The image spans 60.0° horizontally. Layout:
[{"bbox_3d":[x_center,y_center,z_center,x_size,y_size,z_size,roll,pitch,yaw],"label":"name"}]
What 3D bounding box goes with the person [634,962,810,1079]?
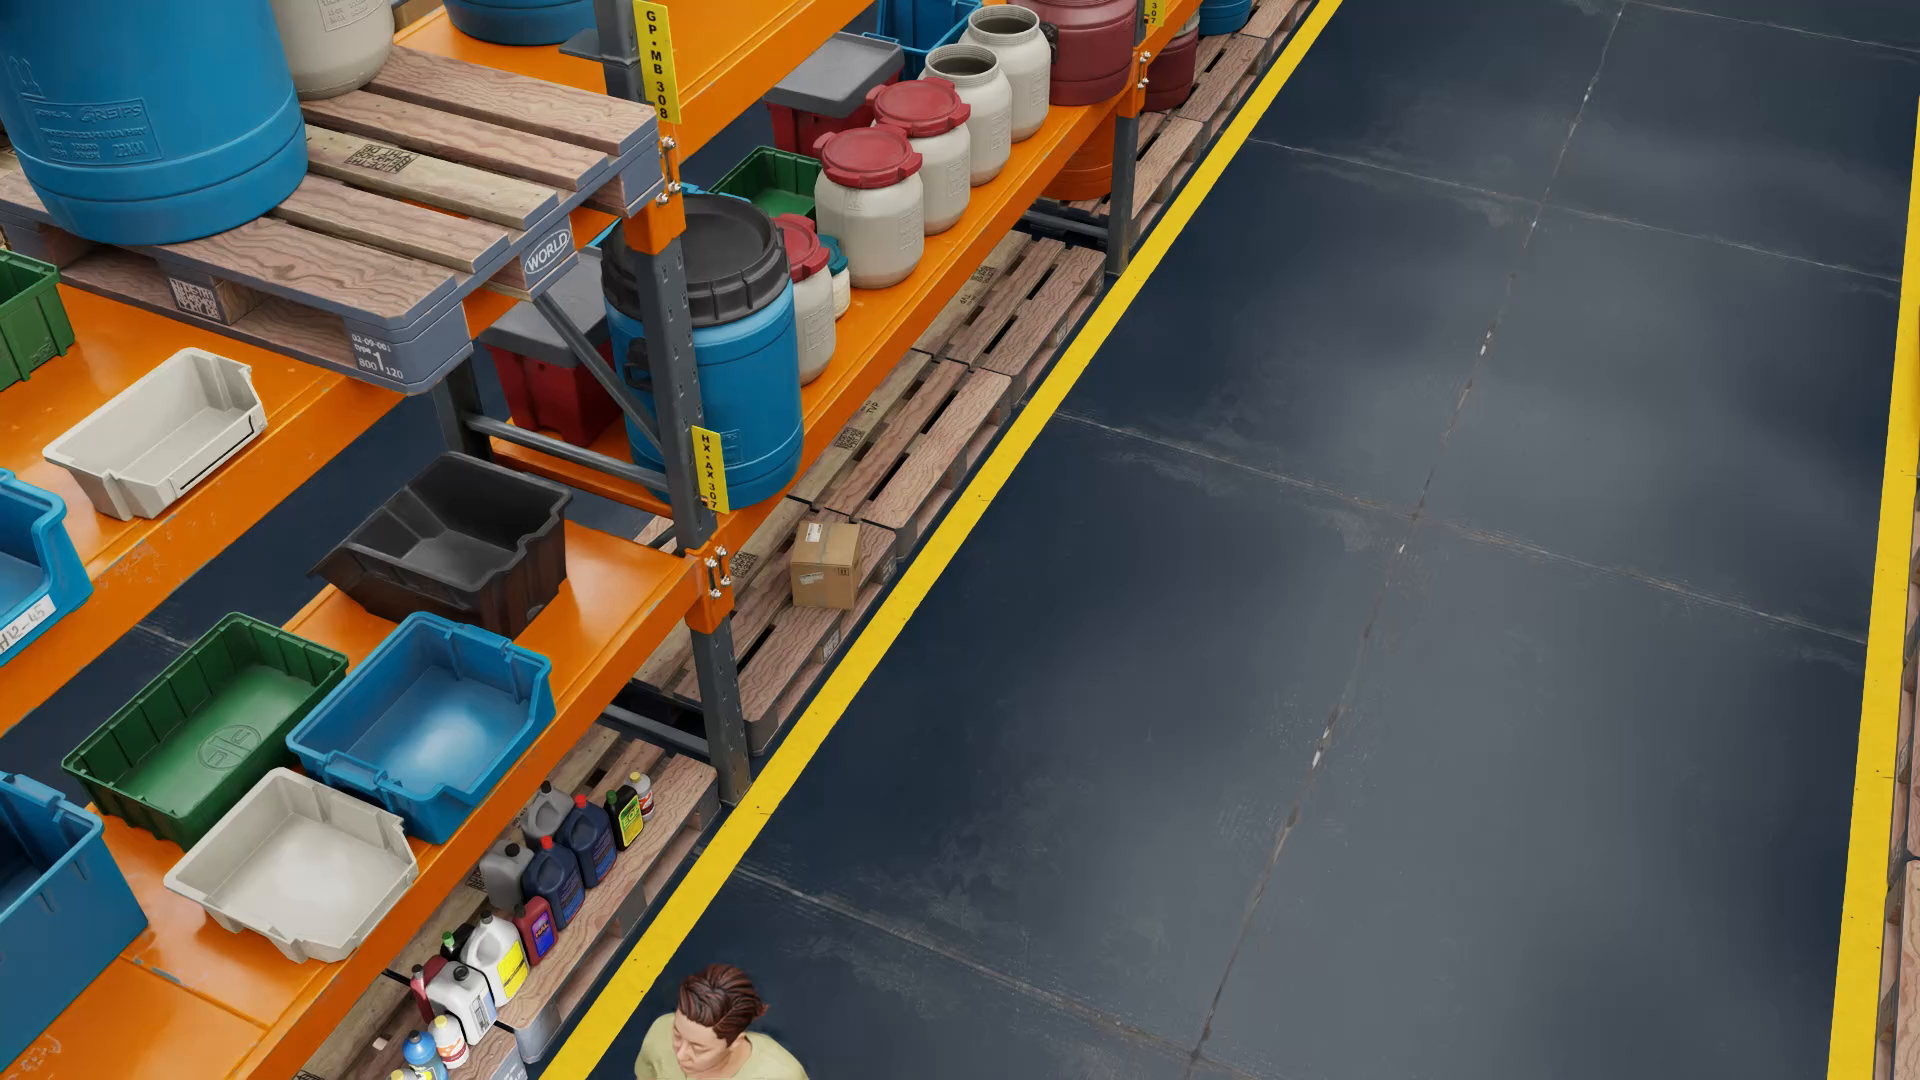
[{"bbox_3d":[-0.664,1.673,4.292,0.459,1.611,1.028,20,46,21],"label":"person"}]
